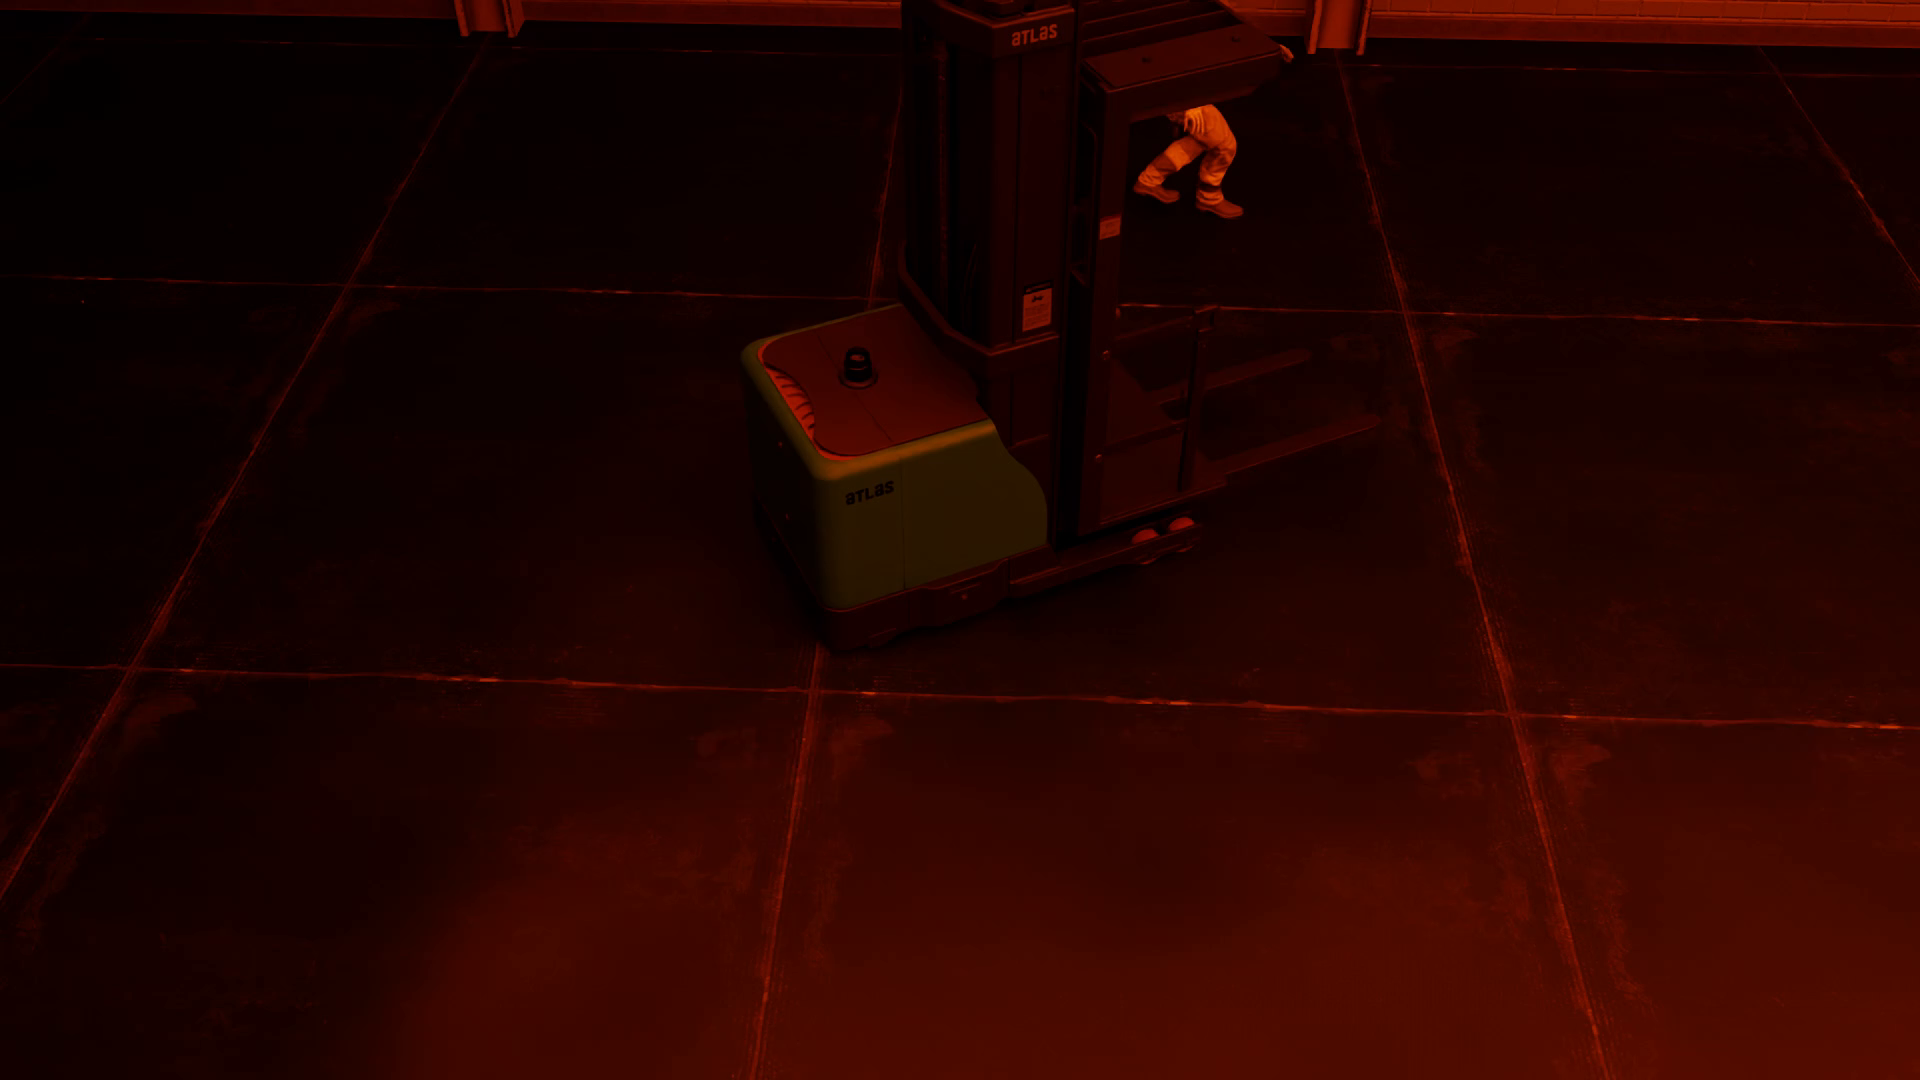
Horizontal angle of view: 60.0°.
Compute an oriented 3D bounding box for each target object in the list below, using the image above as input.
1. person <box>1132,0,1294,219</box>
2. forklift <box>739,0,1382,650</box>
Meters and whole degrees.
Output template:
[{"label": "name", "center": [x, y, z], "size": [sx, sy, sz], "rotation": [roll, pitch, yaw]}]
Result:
[{"label": "person", "center": [1.450, -2.537, 9.479], "size": [0.852, 1.644, 0.895], "rotation": [6, 43, 7]}, {"label": "forklift", "center": [0.579, -1.275, 7.139], "size": [3.031, 2.935, 1.130], "rotation": [-18, 45, -18]}]
